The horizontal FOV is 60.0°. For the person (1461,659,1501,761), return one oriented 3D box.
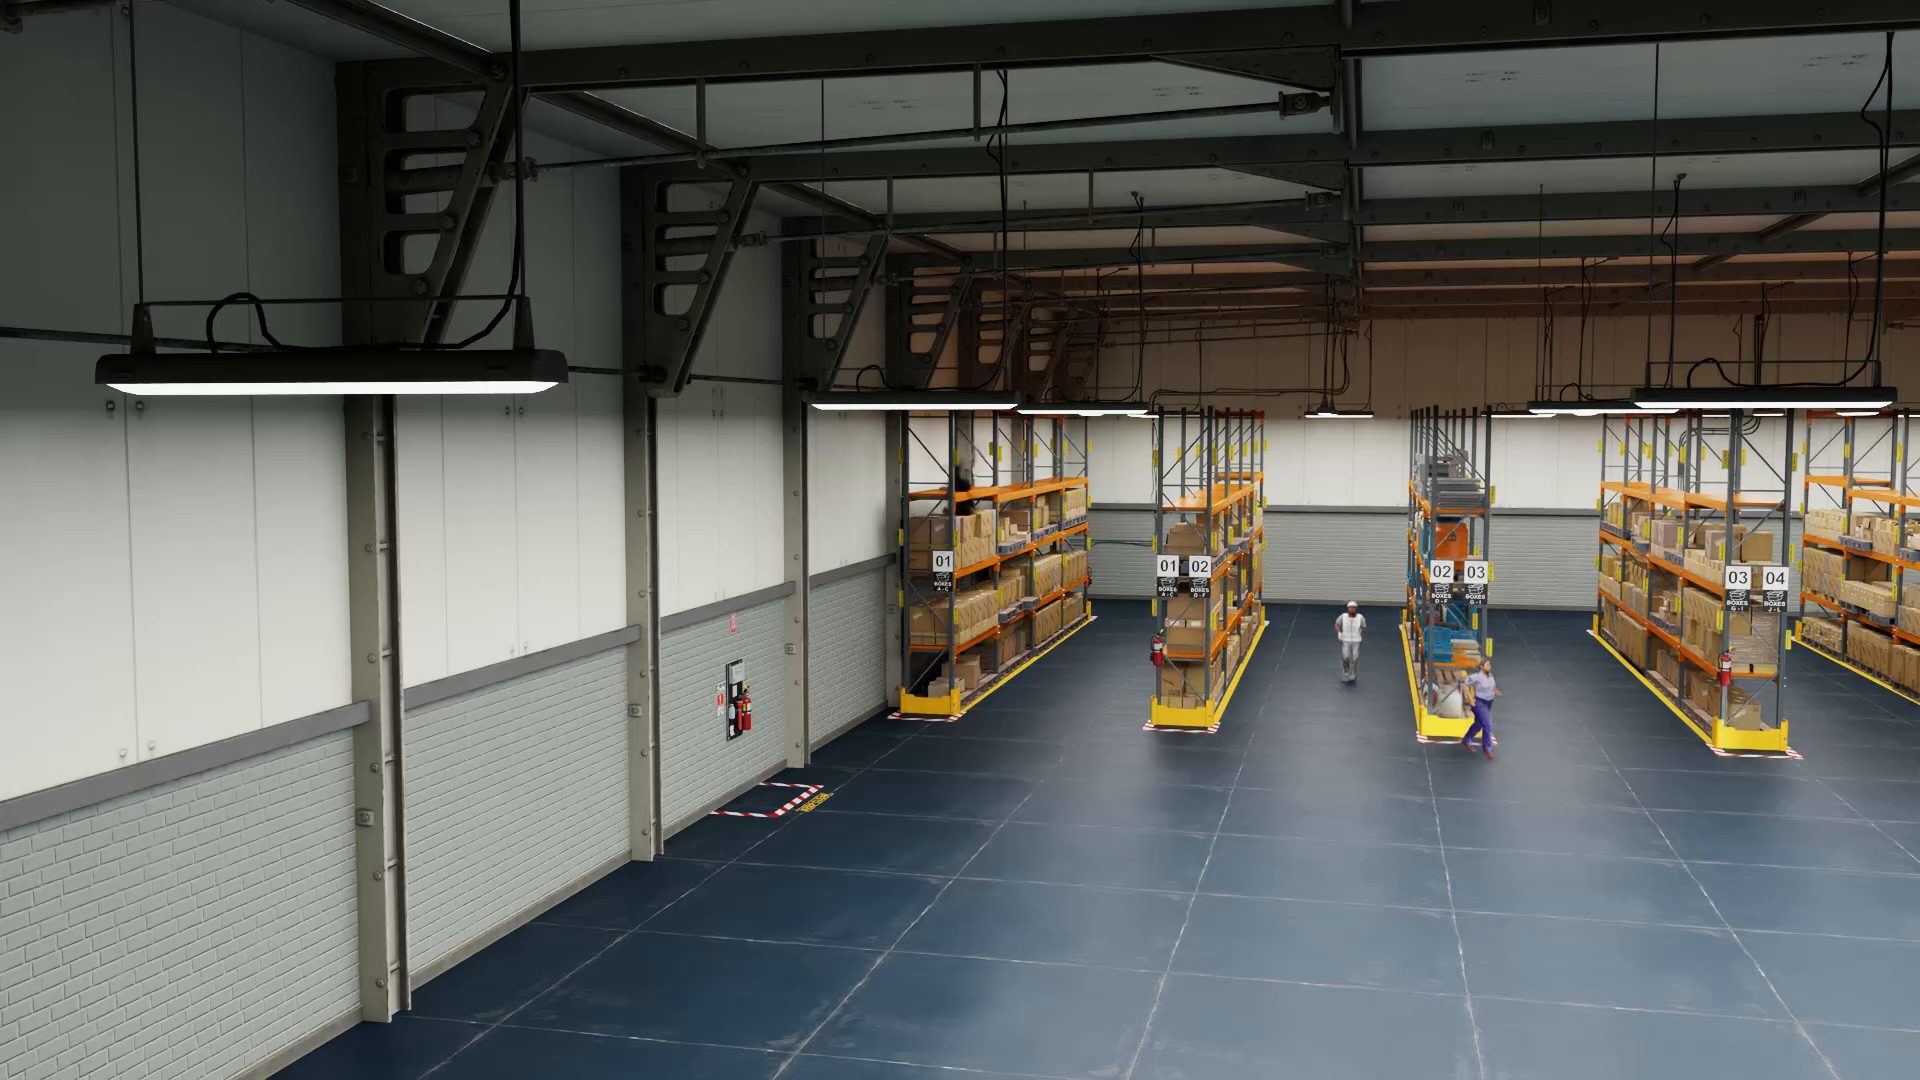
[{"bbox_3d":[8.894,2.857,28.354,0.605,1.691,0.807,-4,5,-41],"label":"person"}]

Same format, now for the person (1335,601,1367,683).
[{"bbox_3d":[8.538,2.239,36.291,0.659,1.789,0.652,1,4,9],"label":"person"}]
